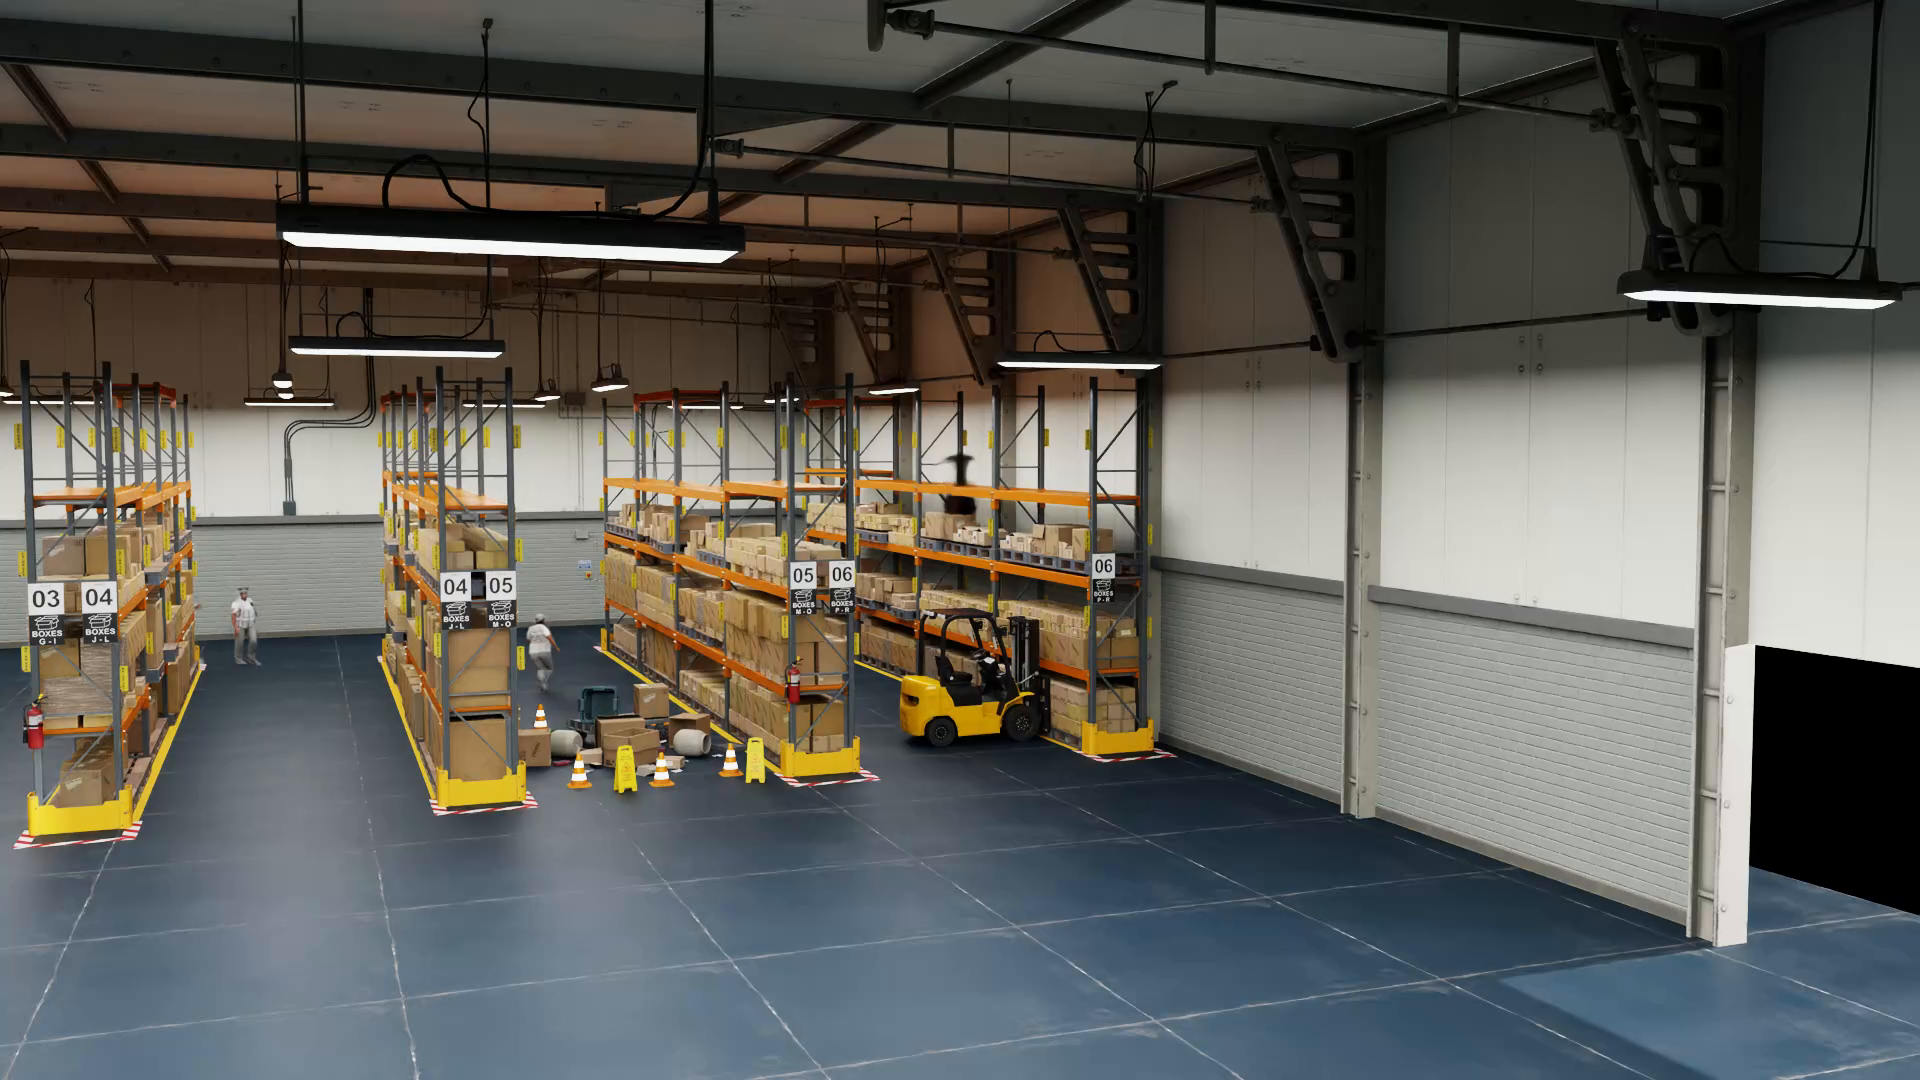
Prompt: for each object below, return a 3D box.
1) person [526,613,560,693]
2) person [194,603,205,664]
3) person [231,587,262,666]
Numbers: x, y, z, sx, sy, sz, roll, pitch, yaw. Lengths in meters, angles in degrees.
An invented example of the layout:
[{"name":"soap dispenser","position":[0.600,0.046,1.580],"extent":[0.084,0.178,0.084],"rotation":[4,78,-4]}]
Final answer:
[{"name":"person","position":[-8.289,2.265,32.956],"extent":[0.708,1.584,0.560],"rotation":[0,3,6]},{"name":"person","position":[-17.376,1.876,37.222],"extent":[0.904,1.828,0.702],"rotation":[0,3,4]},{"name":"person","position":[-15.900,1.920,36.888],"extent":[0.538,1.797,0.610],"rotation":[3,5,40]}]
